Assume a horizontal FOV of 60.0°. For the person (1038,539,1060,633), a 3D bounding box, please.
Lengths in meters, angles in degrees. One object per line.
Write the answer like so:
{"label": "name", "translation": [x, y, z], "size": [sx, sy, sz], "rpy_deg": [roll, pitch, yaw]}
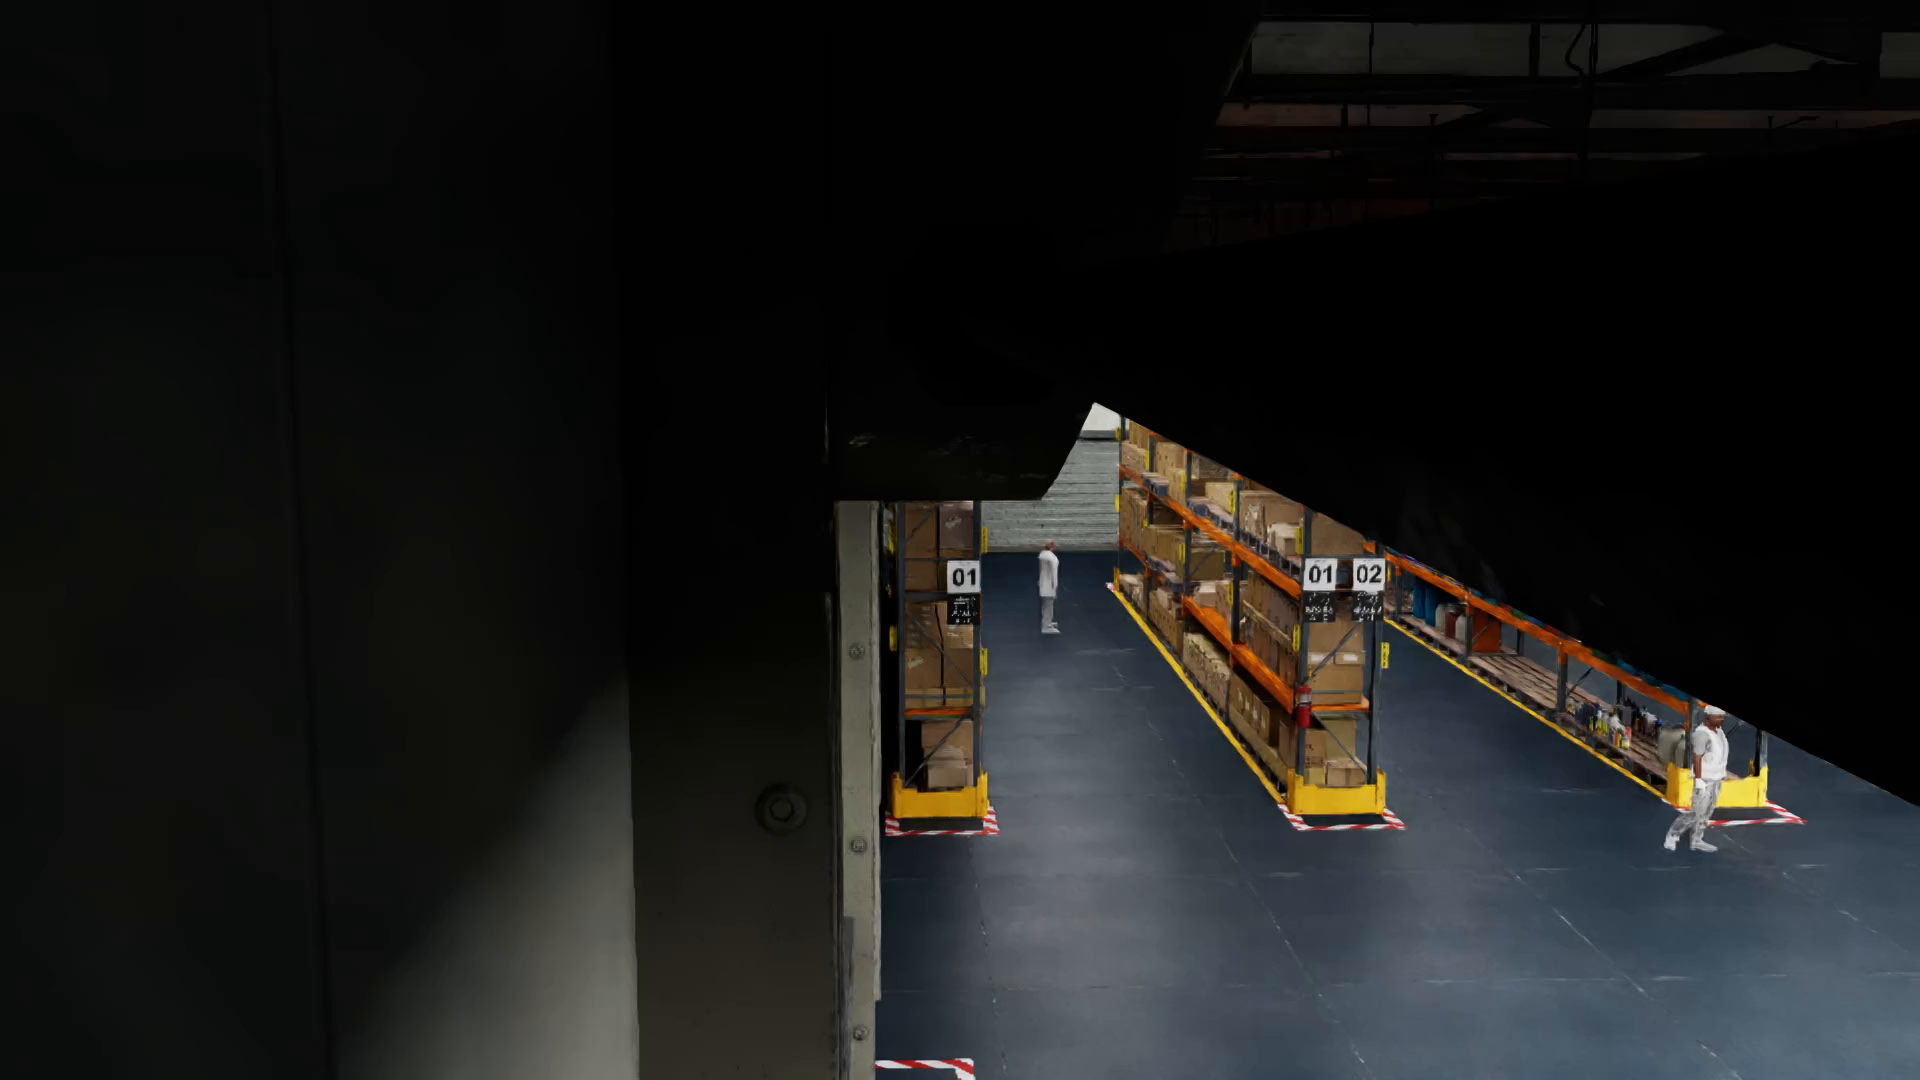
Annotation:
{"label": "person", "translation": [1.739, 0.856, 31.811], "size": [0.525, 1.785, 0.646], "rpy_deg": [-4, 9, -26]}

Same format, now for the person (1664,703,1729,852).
{"label": "person", "translation": [8.462, 2.719, 19.080], "size": [0.735, 1.773, 0.526], "rpy_deg": [-7, 11, -42]}

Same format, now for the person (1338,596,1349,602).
{"label": "person", "translation": [6.266, 1.665, 27.258], "size": [0.420, 1.499, 0.487], "rpy_deg": [-4, 9, -28]}
